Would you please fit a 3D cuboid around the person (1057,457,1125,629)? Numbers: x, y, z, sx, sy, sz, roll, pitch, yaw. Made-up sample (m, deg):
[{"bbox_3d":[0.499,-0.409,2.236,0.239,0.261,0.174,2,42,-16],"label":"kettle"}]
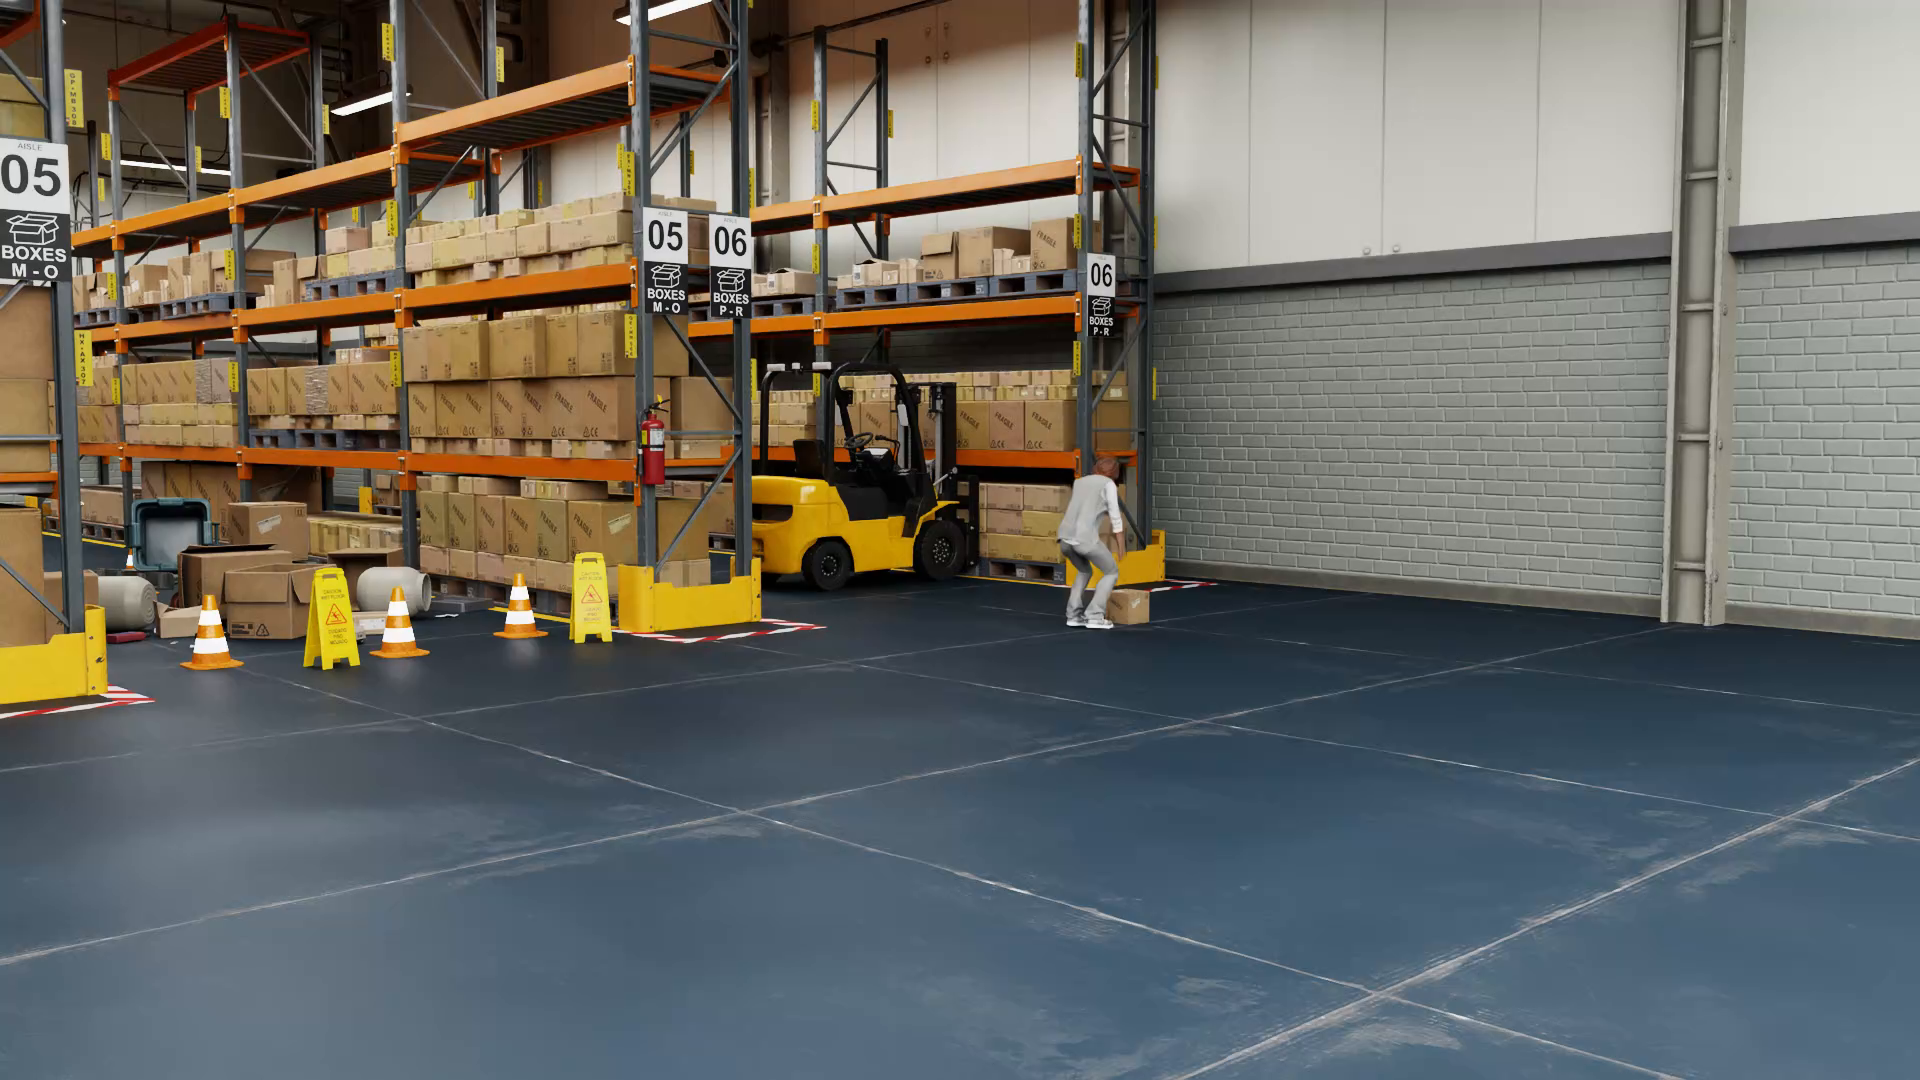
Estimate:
[{"bbox_3d":[1.007,0.021,12.932,0.640,1.325,0.462,-4,6,-43],"label":"person"}]
